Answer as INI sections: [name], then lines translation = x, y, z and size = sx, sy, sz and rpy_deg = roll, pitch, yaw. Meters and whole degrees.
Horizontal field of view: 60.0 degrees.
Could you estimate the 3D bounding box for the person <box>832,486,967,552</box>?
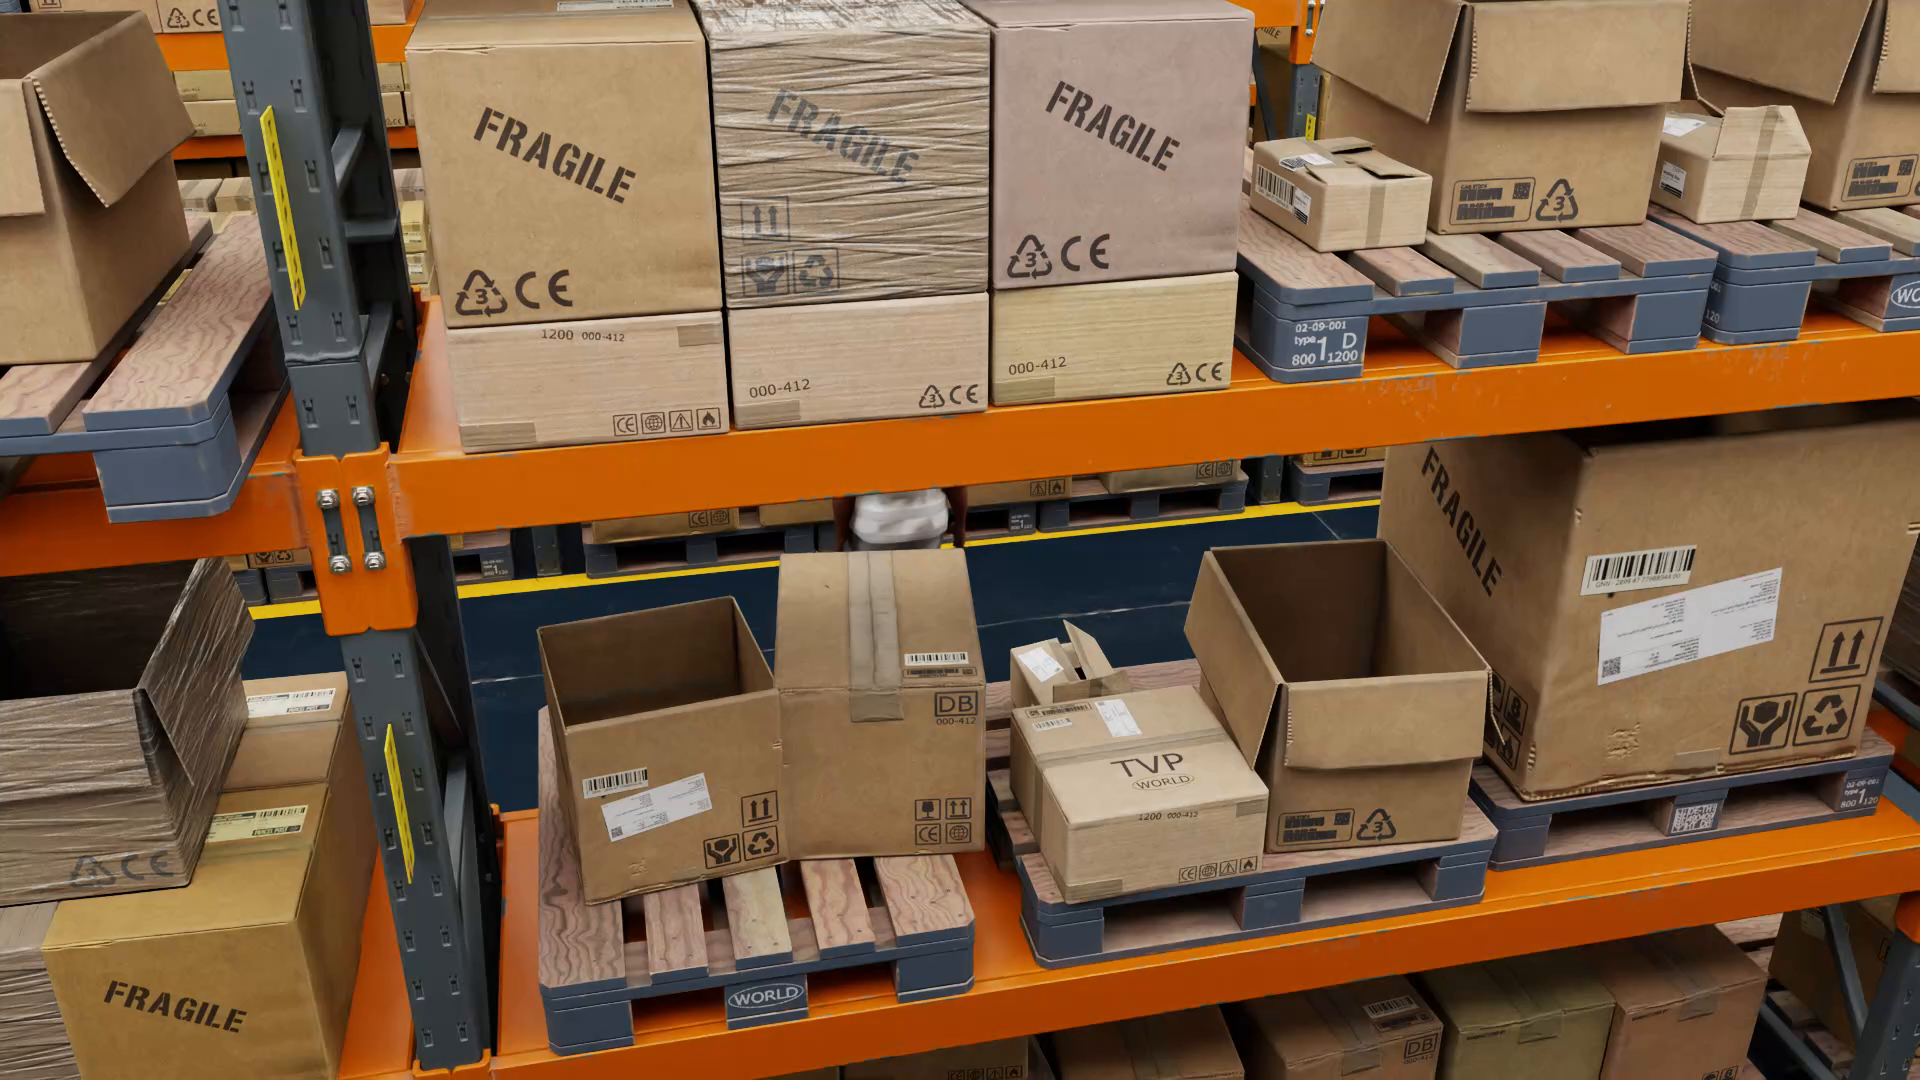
[person]
translation = -0.265, -0.054, 7.197
size = 0.583, 1.775, 0.384
rpy_deg = -6, 27, -12
